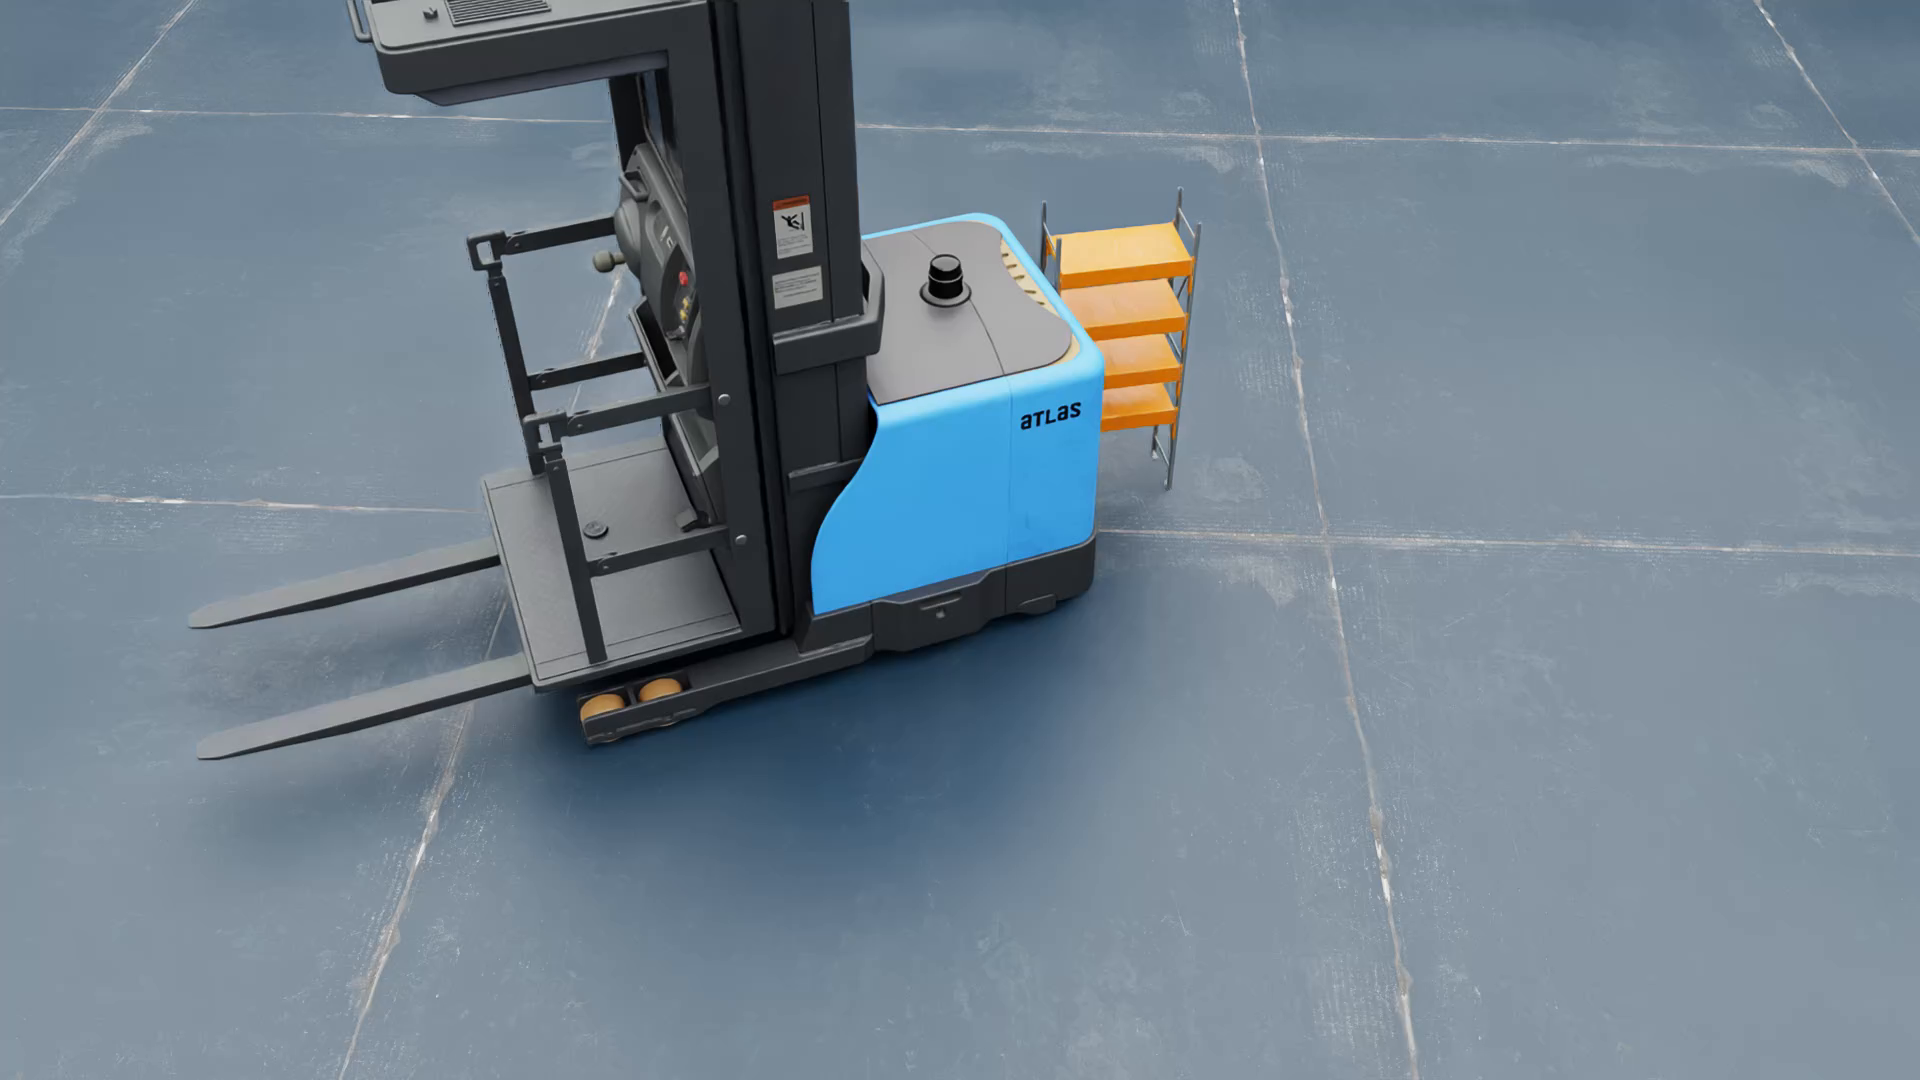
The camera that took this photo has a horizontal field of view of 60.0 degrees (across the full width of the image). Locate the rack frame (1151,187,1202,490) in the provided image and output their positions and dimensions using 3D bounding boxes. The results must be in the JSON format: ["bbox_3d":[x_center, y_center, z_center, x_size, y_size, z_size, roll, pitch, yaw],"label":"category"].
[{"bbox_3d":[0.791,-0.715,6.137,0.015,1.200,0.240,-8,44,-8],"label":"rack frame"}]

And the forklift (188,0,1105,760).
[{"bbox_3d":[-1.089,-0.809,4.968,3.031,2.935,1.130,-15,45,-15],"label":"forklift"}]

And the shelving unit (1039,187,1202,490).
[{"bbox_3d":[0.552,-0.683,6.103,0.503,1.200,0.258,-8,44,-8],"label":"shelving unit"}]

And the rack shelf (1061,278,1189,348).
[{"bbox_3d":[0.552,-0.797,5.996,0.480,0.148,0.258,-8,44,-8],"label":"rack shelf"}]

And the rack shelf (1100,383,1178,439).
[{"bbox_3d":[0.552,-0.489,6.284,0.480,0.148,0.258,-8,44,-8],"label":"rack shelf"}]

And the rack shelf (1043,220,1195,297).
[{"bbox_3d":[0.552,-0.971,5.835,0.480,0.148,0.258,-8,44,-8],"label":"rack shelf"}]

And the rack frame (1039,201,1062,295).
[{"bbox_3d":[0.312,-0.651,6.069,0.015,1.200,0.240,-8,44,-8],"label":"rack frame"}]

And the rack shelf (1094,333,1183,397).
[{"bbox_3d":[0.552,-0.634,6.149,0.480,0.148,0.258,-8,44,-8],"label":"rack shelf"}]
